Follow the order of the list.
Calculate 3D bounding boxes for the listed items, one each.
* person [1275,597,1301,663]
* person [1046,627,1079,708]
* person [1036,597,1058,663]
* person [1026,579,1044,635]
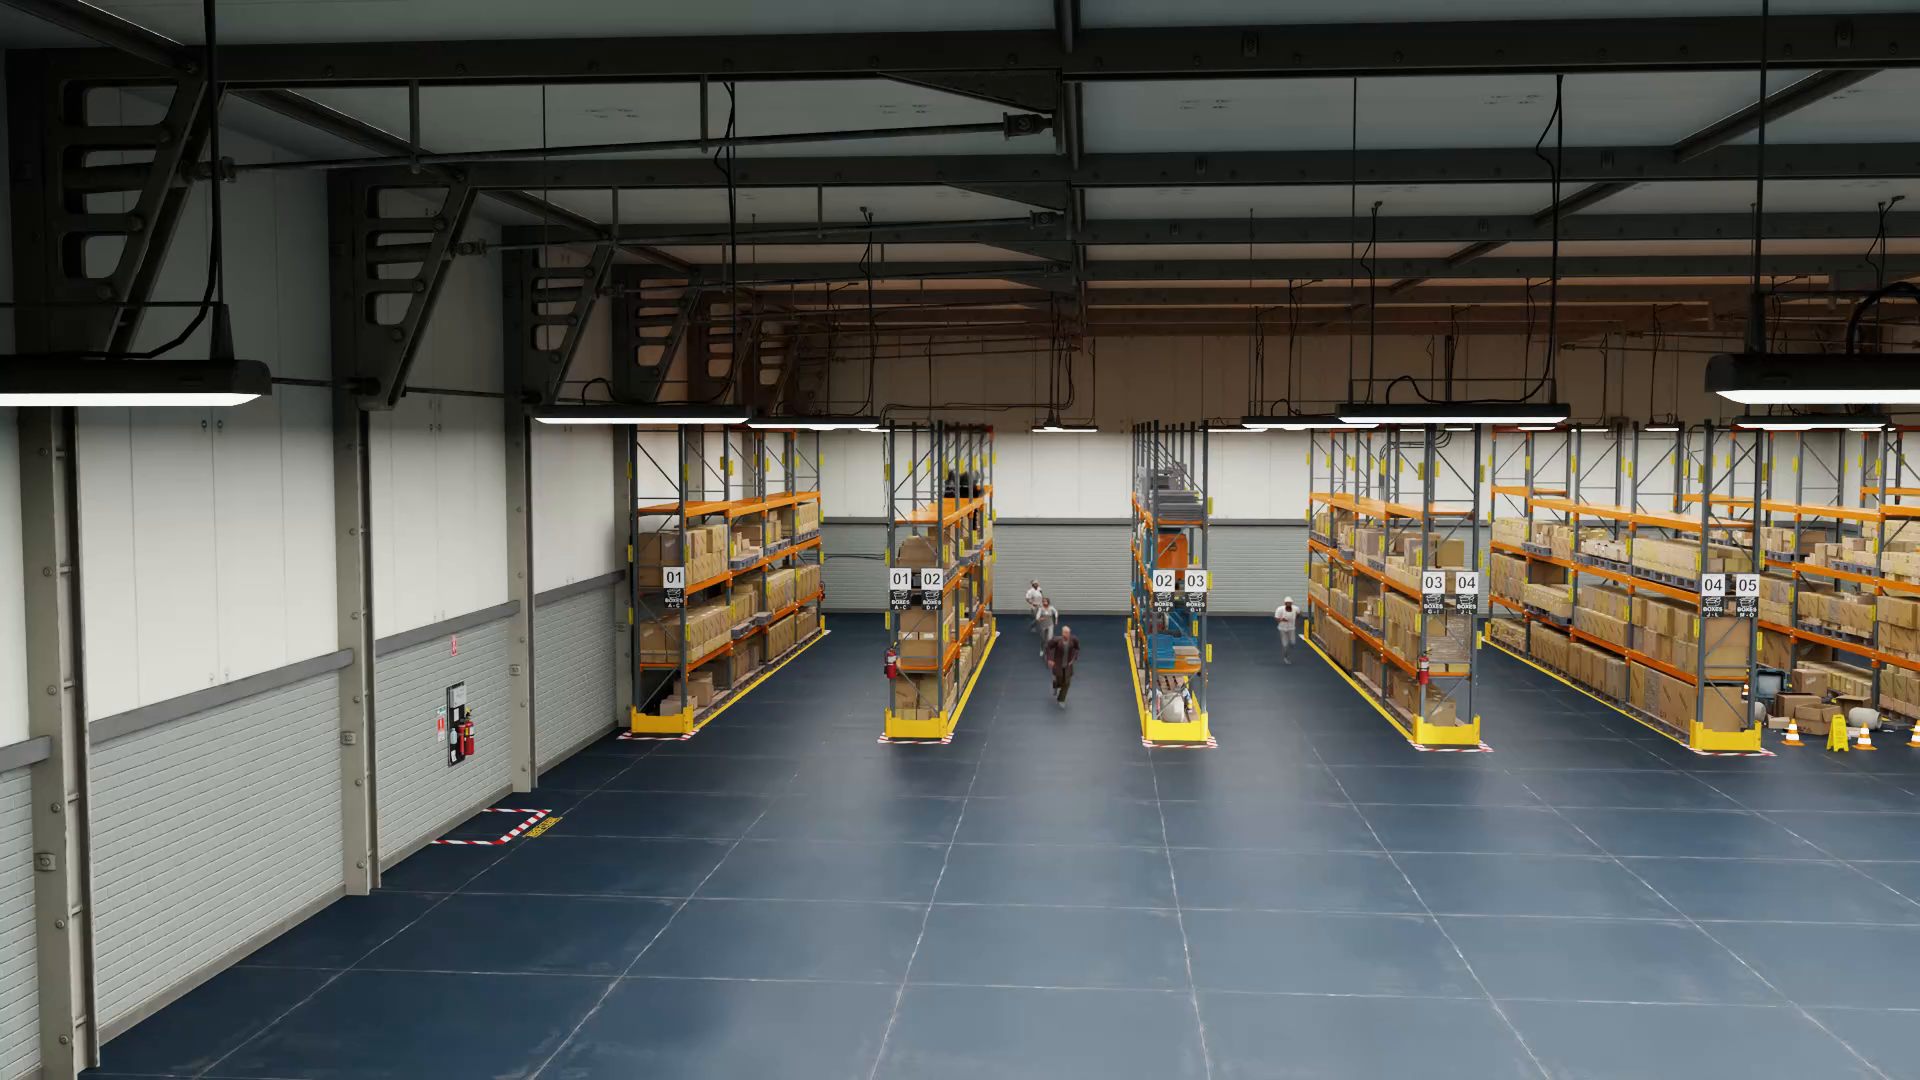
[{"bbox_3d":[8.190,2.252,41.474,0.680,1.692,0.757,0,4,2],"label":"person"},{"bbox_3d":[2.155,2.661,35.226,0.707,1.719,0.820,-1,4,-17],"label":"person"},{"bbox_3d":[2.212,2.256,42.172,0.527,1.628,0.844,0,4,3],"label":"person"},{"bbox_3d":[2.143,1.920,47.407,0.611,1.651,0.621,-3,4,-36],"label":"person"}]
